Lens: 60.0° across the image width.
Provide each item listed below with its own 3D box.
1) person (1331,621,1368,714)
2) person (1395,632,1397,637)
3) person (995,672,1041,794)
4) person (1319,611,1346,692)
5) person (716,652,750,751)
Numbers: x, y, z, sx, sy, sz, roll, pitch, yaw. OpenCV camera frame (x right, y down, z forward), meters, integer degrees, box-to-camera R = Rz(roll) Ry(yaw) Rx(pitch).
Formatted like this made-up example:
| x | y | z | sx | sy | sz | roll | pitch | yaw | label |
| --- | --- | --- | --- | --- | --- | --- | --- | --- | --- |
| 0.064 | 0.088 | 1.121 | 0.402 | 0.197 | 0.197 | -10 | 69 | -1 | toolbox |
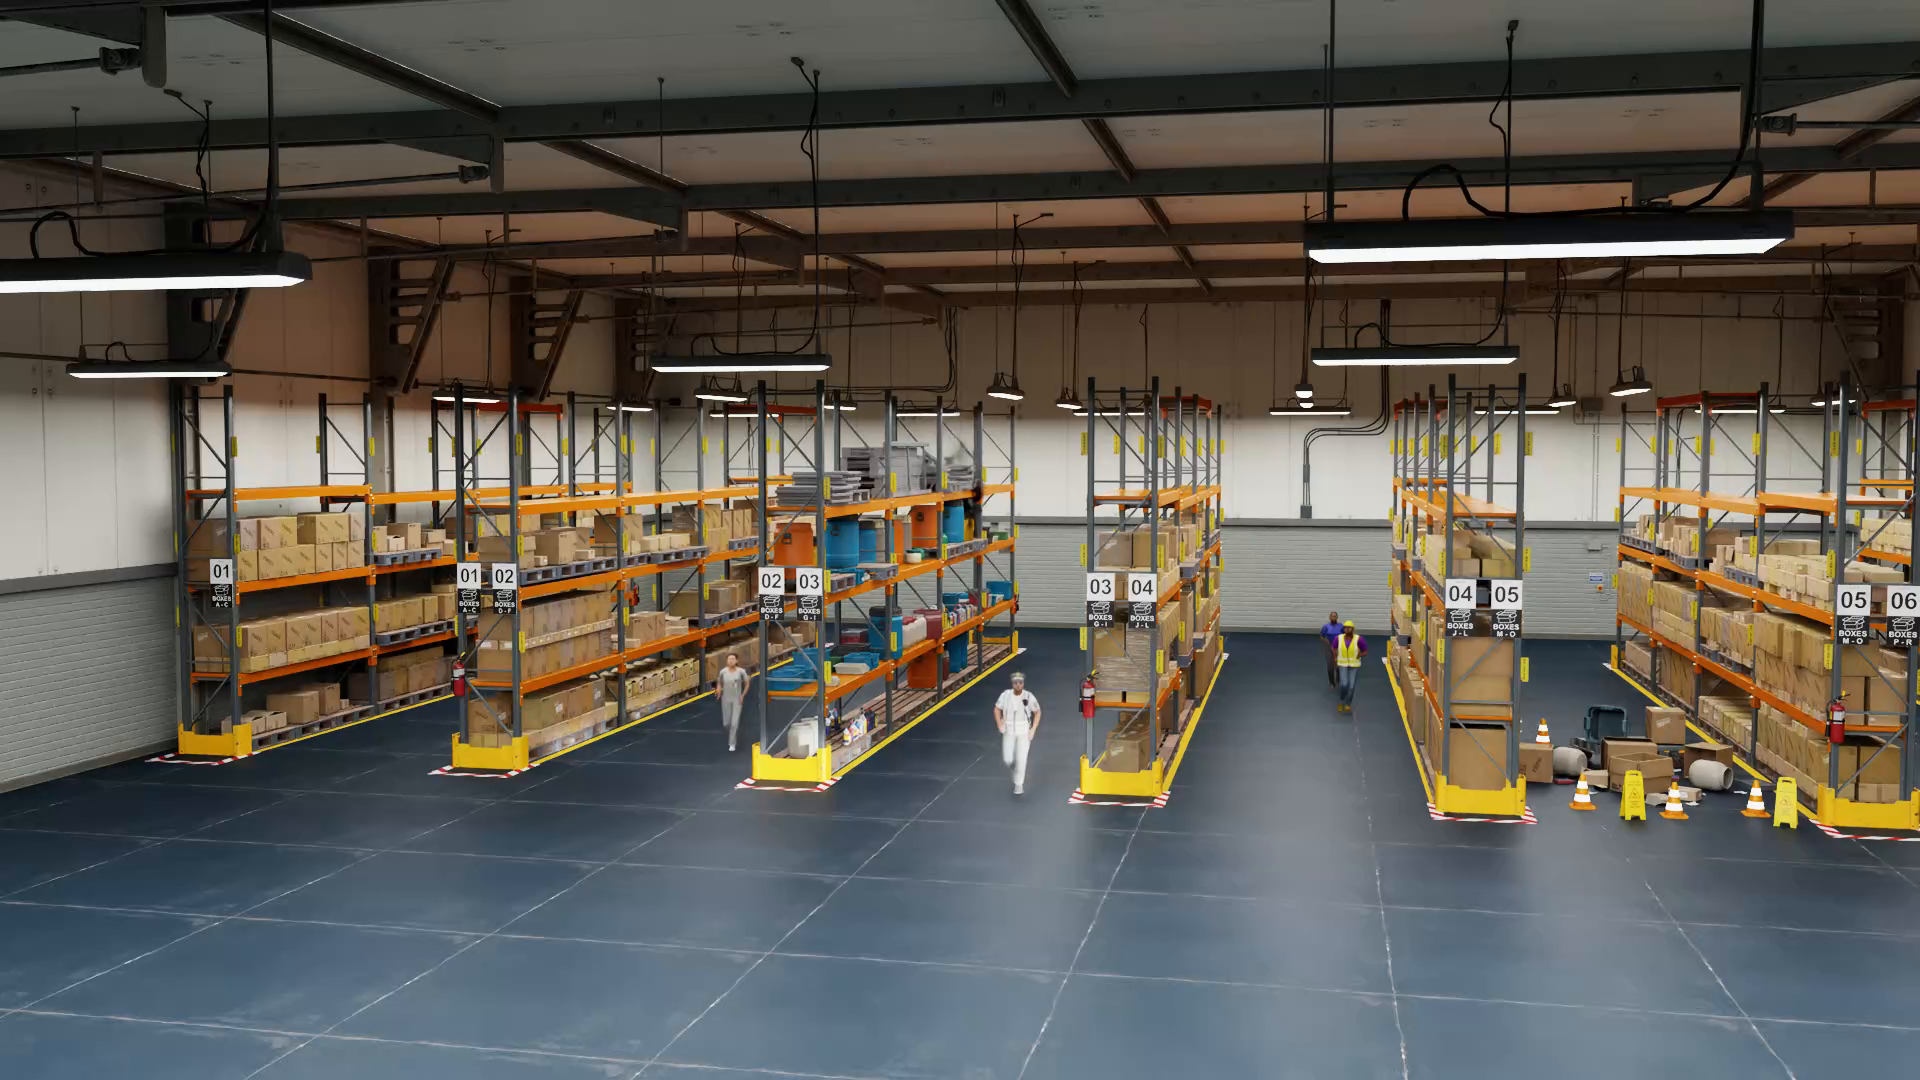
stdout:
| x | y | z | sx | sy | sz | roll | pitch | yaw | label |
| --- | --- | --- | --- | --- | --- | --- | --- | --- | --- |
| 7.291 | 2.390 | 31.153 | 0.668 | 1.767 | 0.679 | 1 | 3 | 12 | person |
| 10.756 | 1.943 | 39.831 | 0.520 | 1.702 | 0.943 | 2 | 4 | 35 | person |
| 0.826 | 2.787 | 24.208 | 0.695 | 1.752 | 0.549 | 1 | 3 | 12 | person |
| 7.638 | 2.294 | 33.996 | 0.575 | 1.655 | 0.677 | 1 | 3 | 17 | person |
| -3.750 | 2.655 | 27.574 | 0.550 | 1.621 | 0.622 | 0 | 3 | 2 | person |
